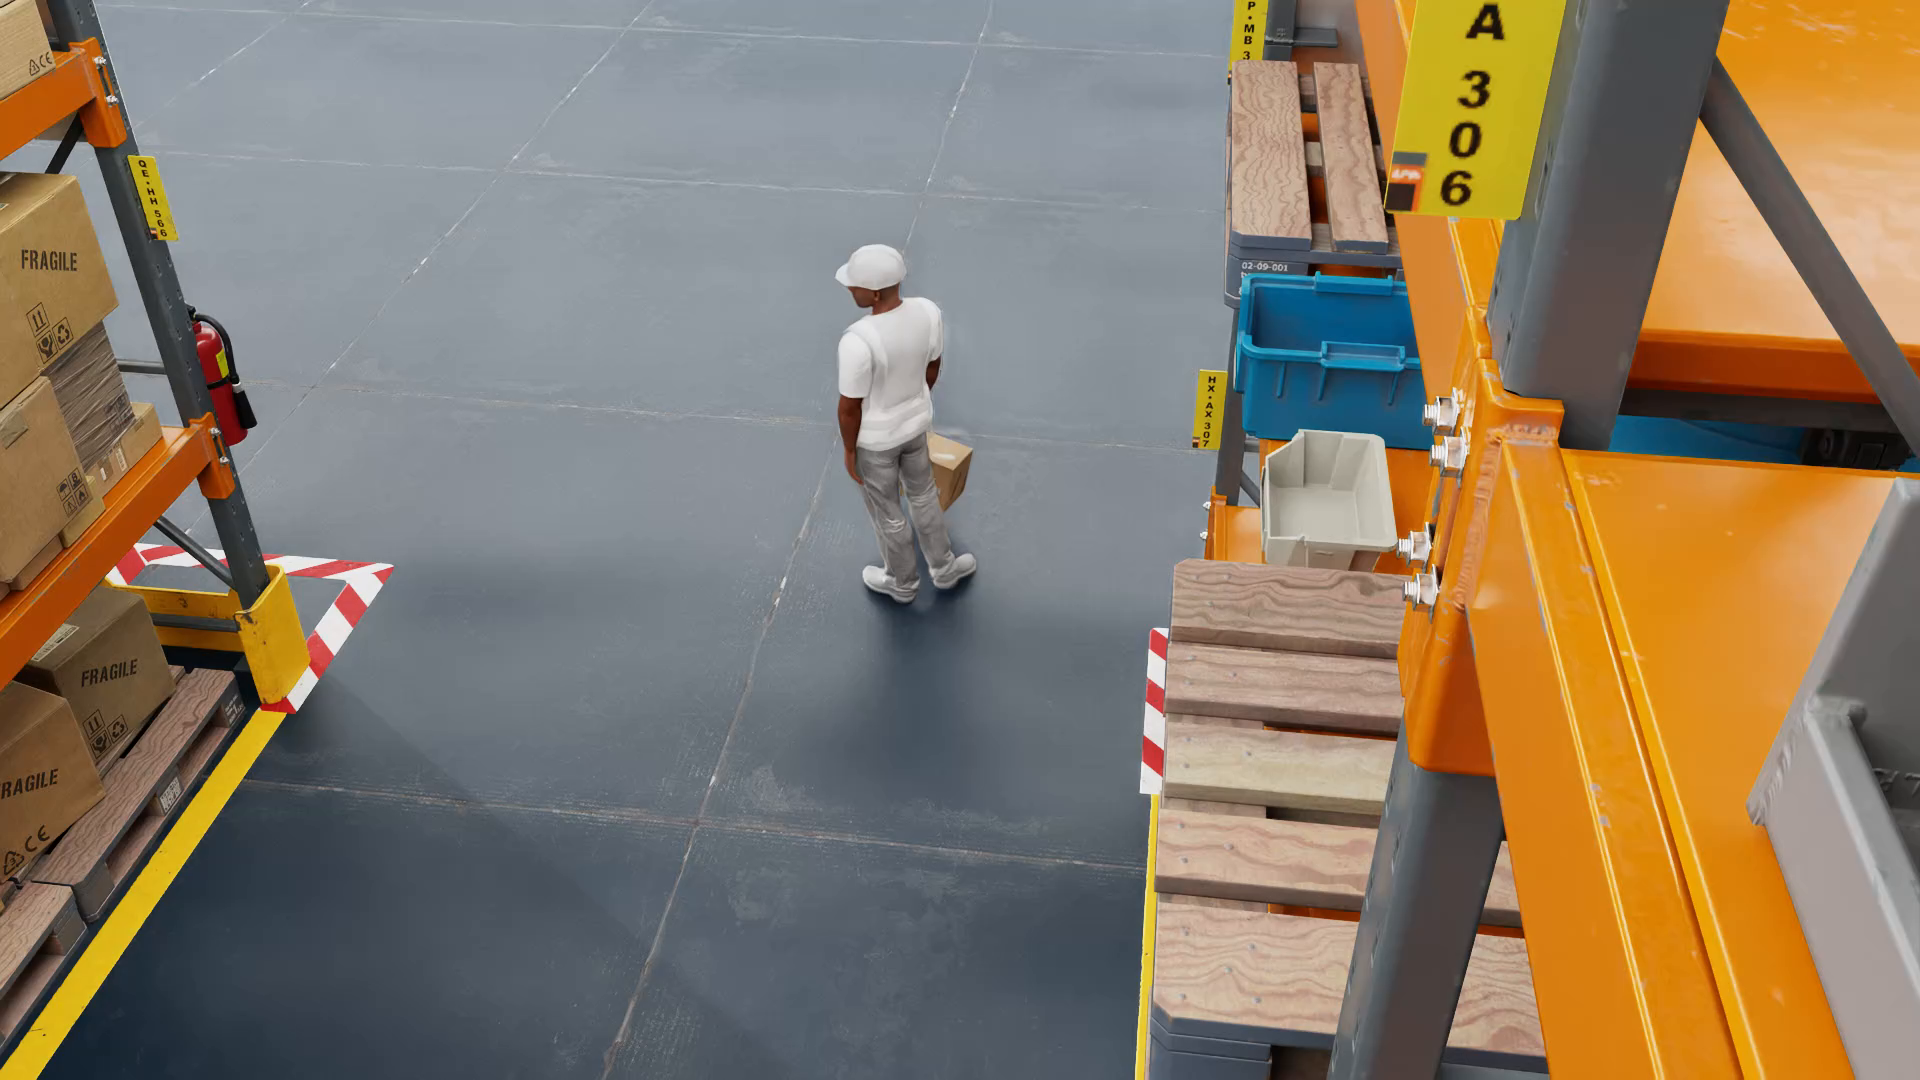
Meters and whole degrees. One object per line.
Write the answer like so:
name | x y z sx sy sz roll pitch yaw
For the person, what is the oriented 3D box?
person | -0.262 -0.508 7.298 0.703 1.765 0.440 -28 44 -33
